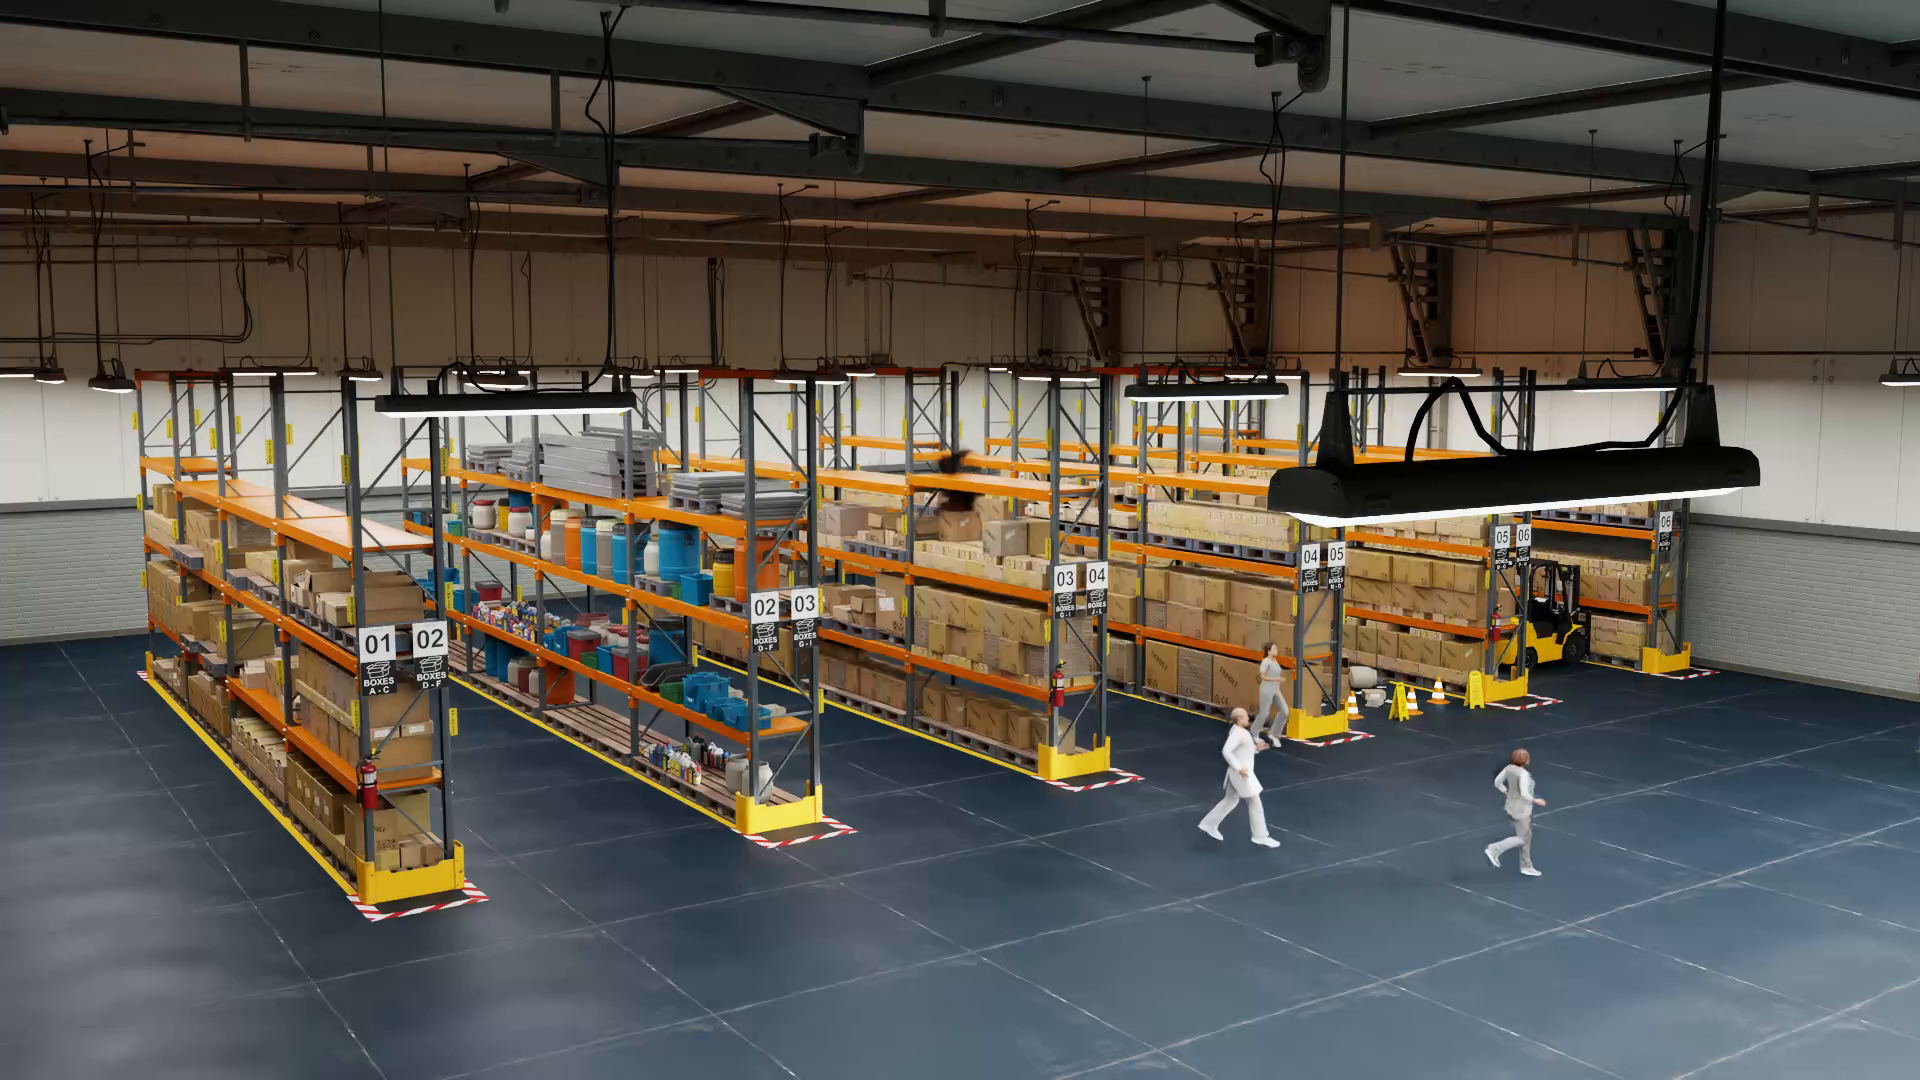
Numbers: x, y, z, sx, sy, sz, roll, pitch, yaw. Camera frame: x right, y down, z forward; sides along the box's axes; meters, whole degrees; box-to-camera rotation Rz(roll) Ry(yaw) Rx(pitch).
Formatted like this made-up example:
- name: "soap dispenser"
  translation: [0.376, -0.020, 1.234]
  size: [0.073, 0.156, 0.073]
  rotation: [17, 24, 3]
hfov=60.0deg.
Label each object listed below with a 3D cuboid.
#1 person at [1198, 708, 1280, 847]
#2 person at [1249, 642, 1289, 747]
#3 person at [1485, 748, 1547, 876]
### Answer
- name: "person"
  translation: [3.601, 3.025, 21.264]
  size: [0.994, 1.786, 0.696]
  rotation: [0, 6, -3]
- name: "person"
  translation: [4.995, 2.488, 26.810]
  size: [0.660, 1.715, 0.567]
  rotation: [6, 9, 42]
- name: "person"
  translation: [6.692, 3.298, 20.086]
  size: [0.774, 1.598, 0.553]
  rotation: [-1, 7, -10]
